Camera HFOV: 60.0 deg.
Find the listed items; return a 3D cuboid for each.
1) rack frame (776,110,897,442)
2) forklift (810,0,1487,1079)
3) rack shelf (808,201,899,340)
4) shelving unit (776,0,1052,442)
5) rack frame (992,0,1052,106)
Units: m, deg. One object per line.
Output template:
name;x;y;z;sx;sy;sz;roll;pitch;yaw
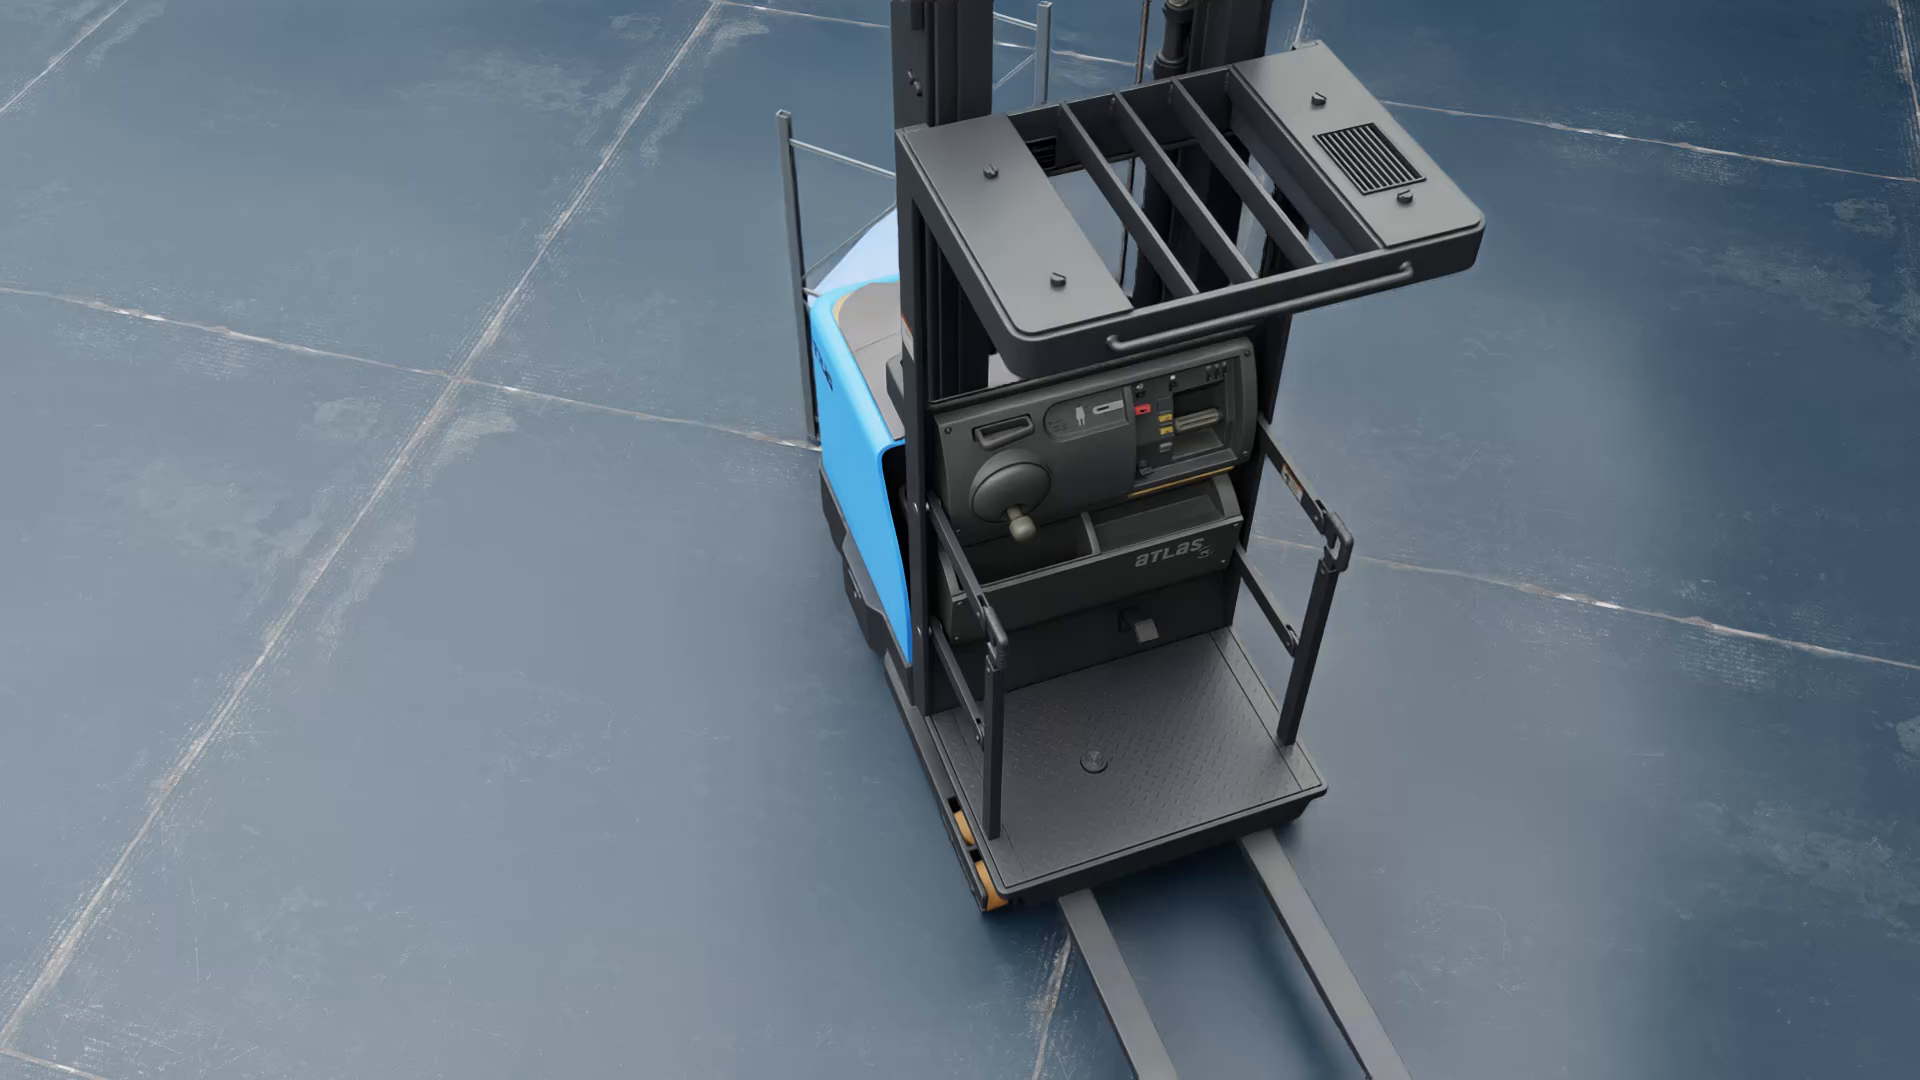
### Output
rack frame;-0.383;-0.831;5.983;0.500;1.500;0.032;22;52;18
forklift;0.465;-0.169;4.444;1.130;2.935;3.031;-15;50;-13
rack shelf;-0.141;-1.047;6.413;0.538;0.185;1.000;22;52;18
shelving unit;-0.141;-1.166;6.279;0.538;1.500;1.048;22;52;18
rack frame;0.102;-1.501;6.574;0.500;1.500;0.032;22;52;18
